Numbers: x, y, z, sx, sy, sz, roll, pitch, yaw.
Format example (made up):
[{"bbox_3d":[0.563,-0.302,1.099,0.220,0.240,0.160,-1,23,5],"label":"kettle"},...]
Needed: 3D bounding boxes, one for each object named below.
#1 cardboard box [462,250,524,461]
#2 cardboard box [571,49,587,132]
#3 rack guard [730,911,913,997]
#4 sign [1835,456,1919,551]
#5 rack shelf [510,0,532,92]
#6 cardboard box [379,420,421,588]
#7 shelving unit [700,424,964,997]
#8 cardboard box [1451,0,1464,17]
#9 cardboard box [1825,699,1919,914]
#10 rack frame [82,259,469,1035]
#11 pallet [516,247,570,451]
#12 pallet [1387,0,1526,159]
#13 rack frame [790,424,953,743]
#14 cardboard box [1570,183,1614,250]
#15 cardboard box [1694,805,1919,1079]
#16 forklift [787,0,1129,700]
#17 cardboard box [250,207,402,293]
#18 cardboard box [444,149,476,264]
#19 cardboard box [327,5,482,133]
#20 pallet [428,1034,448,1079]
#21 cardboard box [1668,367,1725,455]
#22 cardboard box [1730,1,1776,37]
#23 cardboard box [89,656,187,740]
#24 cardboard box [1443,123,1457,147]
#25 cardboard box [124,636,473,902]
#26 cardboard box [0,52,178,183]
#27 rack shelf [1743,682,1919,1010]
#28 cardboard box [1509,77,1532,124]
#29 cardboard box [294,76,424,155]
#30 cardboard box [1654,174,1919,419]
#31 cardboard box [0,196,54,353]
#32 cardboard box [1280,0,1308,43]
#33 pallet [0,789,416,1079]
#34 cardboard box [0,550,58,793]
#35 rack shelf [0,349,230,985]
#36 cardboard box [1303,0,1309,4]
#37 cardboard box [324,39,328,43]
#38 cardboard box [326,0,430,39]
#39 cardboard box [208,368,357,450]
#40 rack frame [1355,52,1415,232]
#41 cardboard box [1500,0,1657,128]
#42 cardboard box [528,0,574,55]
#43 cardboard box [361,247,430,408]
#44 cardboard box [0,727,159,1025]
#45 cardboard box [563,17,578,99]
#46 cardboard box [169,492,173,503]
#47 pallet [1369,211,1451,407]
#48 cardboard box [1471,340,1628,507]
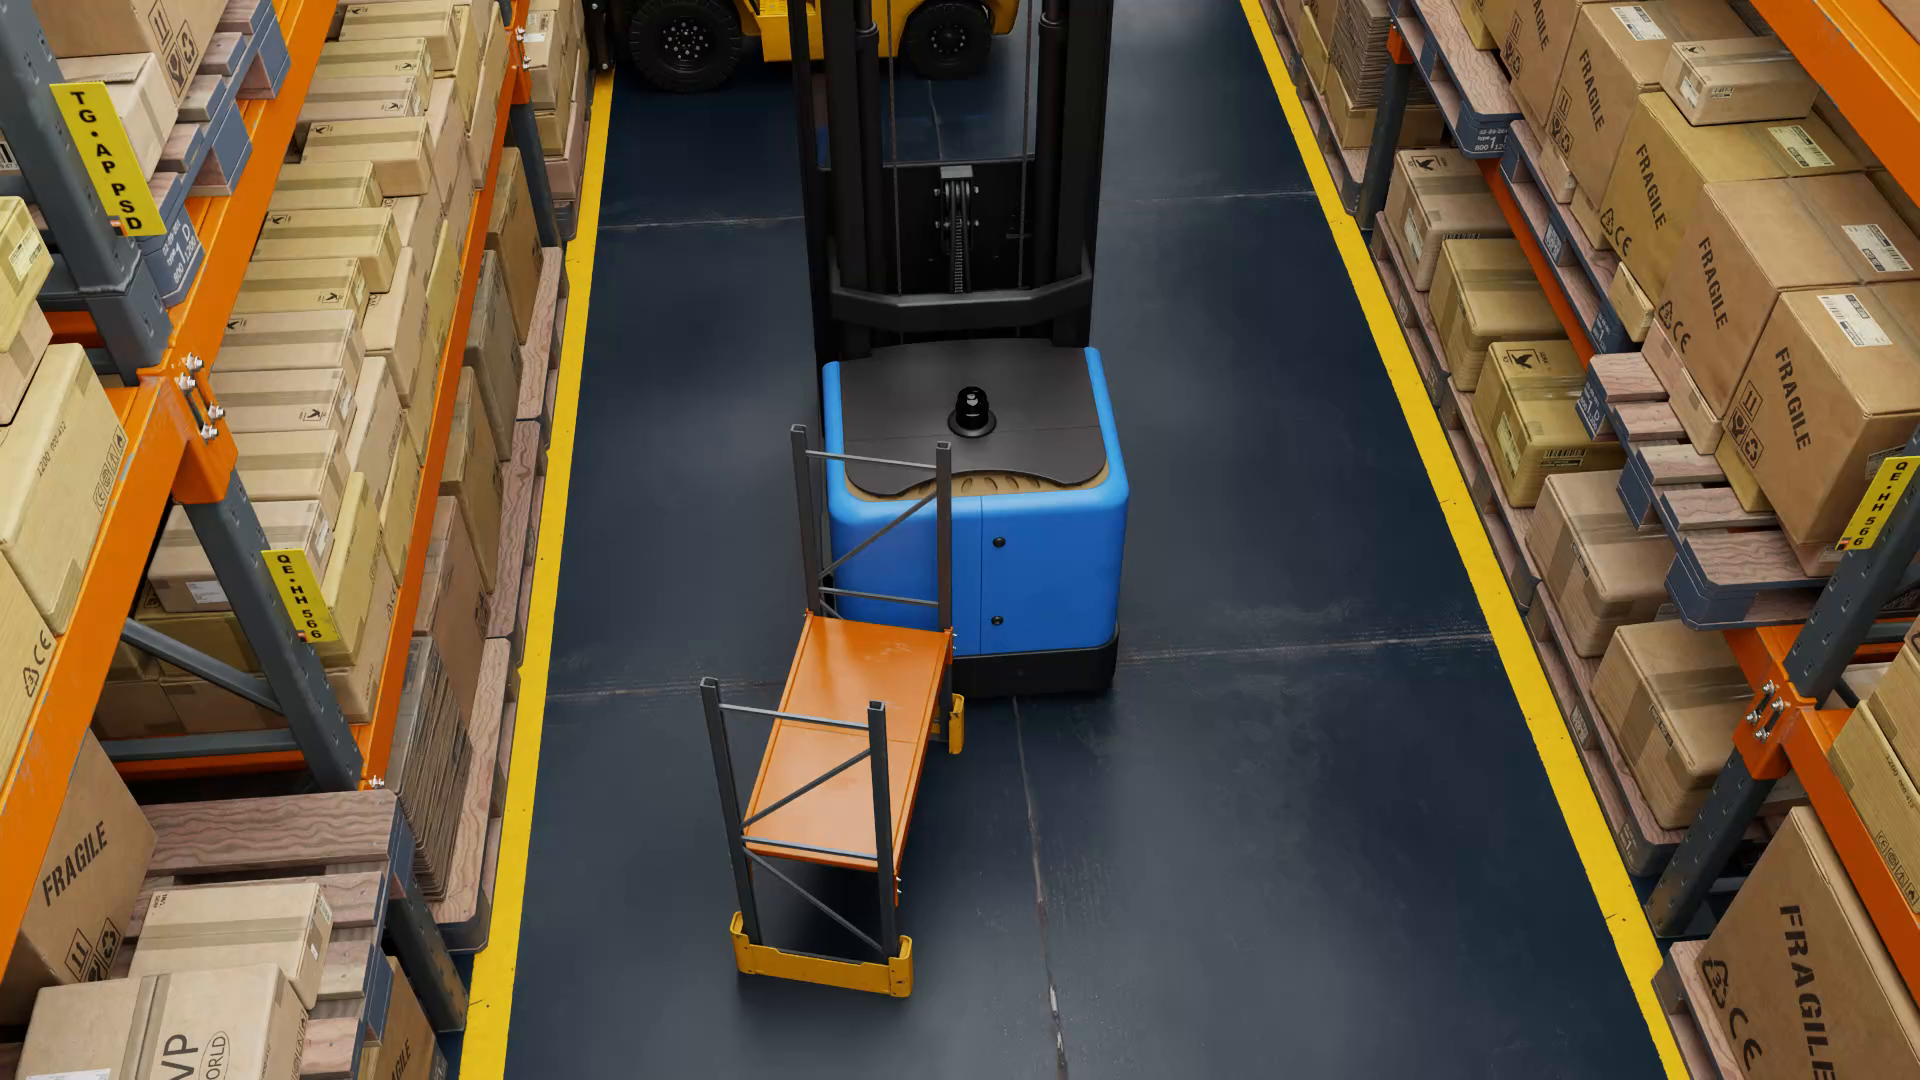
[{"bbox_3d":[-2.328,-0.737,6.865,0.875,0.625,0.625,-4,47,-4],"label":"cardboard box"},{"bbox_3d":[-2.209,-2.283,8.587,0.500,0.250,0.500,-4,47,-4],"label":"cardboard box"},{"bbox_3d":[-0.448,1.354,5.432,0.587,0.250,0.087,7,47,7],"label":"rack guard"},{"bbox_3d":[2.301,-0.089,4.162,0.100,0.325,0.005,-3,47,-3],"label":"sign"},{"bbox_3d":[-2.608,-3.547,8.675,1.077,0.370,4.000,-3,47,-3],"label":"rack shelf"},{"bbox_3d":[-1.936,-0.102,5.020,0.500,0.250,0.500,-4,47,-4],"label":"cardboard box"},{"bbox_3d":[-0.363,0.568,5.316,0.587,1.500,1.083,7,47,7],"label":"shelving unit"},{"bbox_3d":[2.237,-2.291,6.874,0.380,0.149,0.250,-3,47,-3],"label":"cardboard box"},{"bbox_3d":[2.631,0.663,4.296,0.500,0.250,0.500,-4,47,-4],"label":"cardboard box"},{"bbox_3d":[-2.105,0.547,4.303,1.000,3.000,0.127,-3,47,-3],"label":"rack frame"},{"bbox_3d":[-2.340,-0.858,7.554,1.003,0.211,1.213,-3,47,-3],"label":"pallet"},{"bbox_3d":[2.425,-2.024,6.870,1.003,0.211,1.213,-3,47,-3],"label":"pallet"},{"bbox_3d":[-0.276,0.198,5.666,0.500,1.500,0.032,7,47,7],"label":"rack frame"},{"bbox_3d":[2.370,-1.155,5.798,0.380,0.149,0.250,-5,47,-5],"label":"cardboard box"},{"bbox_3d":[2.816,1.333,4.732,0.875,0.875,0.875,-4,47,-4],"label":"cardboard box"},{"bbox_3d":[-0.053,-1.464,6.254,1.130,2.935,3.031,-4,47,-3],"label":"forklift"},{"bbox_3d":[-1.957,-0.893,5.150,0.380,0.149,0.250,-3,47,-2],"label":"cardboard box"},{"bbox_3d":[-2.079,-1.223,6.082,0.500,0.250,0.500,-3,47,-3],"label":"cardboard box"},{"bbox_3d":[-2.094,-1.756,6.243,0.500,0.250,0.500,-5,47,-4],"label":"cardboard box"},{"bbox_3d":[-2.081,2.048,4.802,1.003,0.211,1.213,-3,47,-3],"label":"pallet"},{"bbox_3d":[2.418,-0.408,5.091,0.380,0.149,0.250,-4,47,-4],"label":"cardboard box"},{"bbox_3d":[2.898,-1.501,5.679,0.500,0.500,0.500,-5,47,-5],"label":"cardboard box"},{"bbox_3d":[-2.398,0.288,4.651,0.500,0.250,0.500,-4,47,-4],"label":"cardboard box"},{"bbox_3d":[2.725,-2.294,8.598,0.500,0.250,0.500,-5,47,-5],"label":"cardboard box"},{"bbox_3d":[-2.144,0.767,5.441,0.875,0.625,0.625,-2,47,-2],"label":"cardboard box"},{"bbox_3d":[-1.832,-0.854,3.366,0.380,0.166,0.250,-4,47,-3],"label":"cardboard box"},{"bbox_3d":[3.008,1.936,3.482,1.077,0.370,4.000,-3,47,-3],"label":"rack shelf"},{"bbox_3d":[2.329,-1.721,6.334,0.380,0.149,0.250,-3,47,-3],"label":"cardboard box"},{"bbox_3d":[-2.054,-1.449,5.677,0.380,0.149,0.250,-3,47,-3],"label":"cardboard box"},{"bbox_3d":[2.471,-0.724,4.944,0.500,0.500,0.500,-4,47,-4],"label":"cardboard box"},{"bbox_3d":[-1.782,-0.442,2.797,0.380,0.149,0.250,-2,47,-2],"label":"cardboard box"},{"bbox_3d":[2.096,-3.015,9.281,0.500,0.250,0.500,-3,47,-3],"label":"cardboard box"},{"bbox_3d":[-1.979,1.099,3.912,1.213,0.211,1.003,-3,47,-3],"label":"pallet"},{"bbox_3d":[-1.778,0.287,2.586,0.500,0.250,0.500,-3,47,-3],"label":"cardboard box"},{"bbox_3d":[-1.938,1.209,2.105,1.077,0.370,4.000,-3,47,-3],"label":"rack shelf"},{"bbox_3d":[2.100,-3.257,8.994,0.500,0.500,0.500,-1,47,-1],"label":"cardboard box"},{"bbox_3d":[-2.621,-1.721,6.209,0.500,0.250,0.500,-4,47,-4],"label":"cardboard box"},{"bbox_3d":[-2.183,-2.005,6.204,0.380,0.149,0.250,-4,47,-3],"label":"cardboard box"},{"bbox_3d":[-1.909,-0.337,4.624,0.380,0.149,0.250,-2,47,-2],"label":"cardboard box"},{"bbox_3d":[2.506,-2.652,7.332,1.000,3.000,0.127,-3,47,-3],"label":"rack frame"},{"bbox_3d":[2.329,-1.855,6.015,0.500,0.500,0.500,-4,47,-4],"label":"cardboard box"},{"bbox_3d":[-2.201,-2.630,8.227,0.500,0.250,0.500,-3,47,-3],"label":"cardboard box"},{"bbox_3d":[-1.966,-0.652,5.197,0.500,0.250,0.500,-5,47,-4],"label":"cardboard box"},{"bbox_3d":[-2.218,0.750,3.753,0.500,0.500,0.500,-2,47,-1],"label":"cardboard box"},{"bbox_3d":[-2.217,-2.451,8.402,0.500,0.250,0.500,-4,47,-4],"label":"cardboard box"},{"bbox_3d":[-2.465,-0.252,4.818,0.500,0.250,0.500,-3,47,-3],"label":"cardboard box"},{"bbox_3d":[2.572,-1.130,7.811,1.003,0.211,1.213,-3,47,-3],"label":"pallet"},{"bbox_3d":[2.676,-0.491,6.806,0.950,0.372,0.625,-2,47,-2],"label":"cardboard box"}]
